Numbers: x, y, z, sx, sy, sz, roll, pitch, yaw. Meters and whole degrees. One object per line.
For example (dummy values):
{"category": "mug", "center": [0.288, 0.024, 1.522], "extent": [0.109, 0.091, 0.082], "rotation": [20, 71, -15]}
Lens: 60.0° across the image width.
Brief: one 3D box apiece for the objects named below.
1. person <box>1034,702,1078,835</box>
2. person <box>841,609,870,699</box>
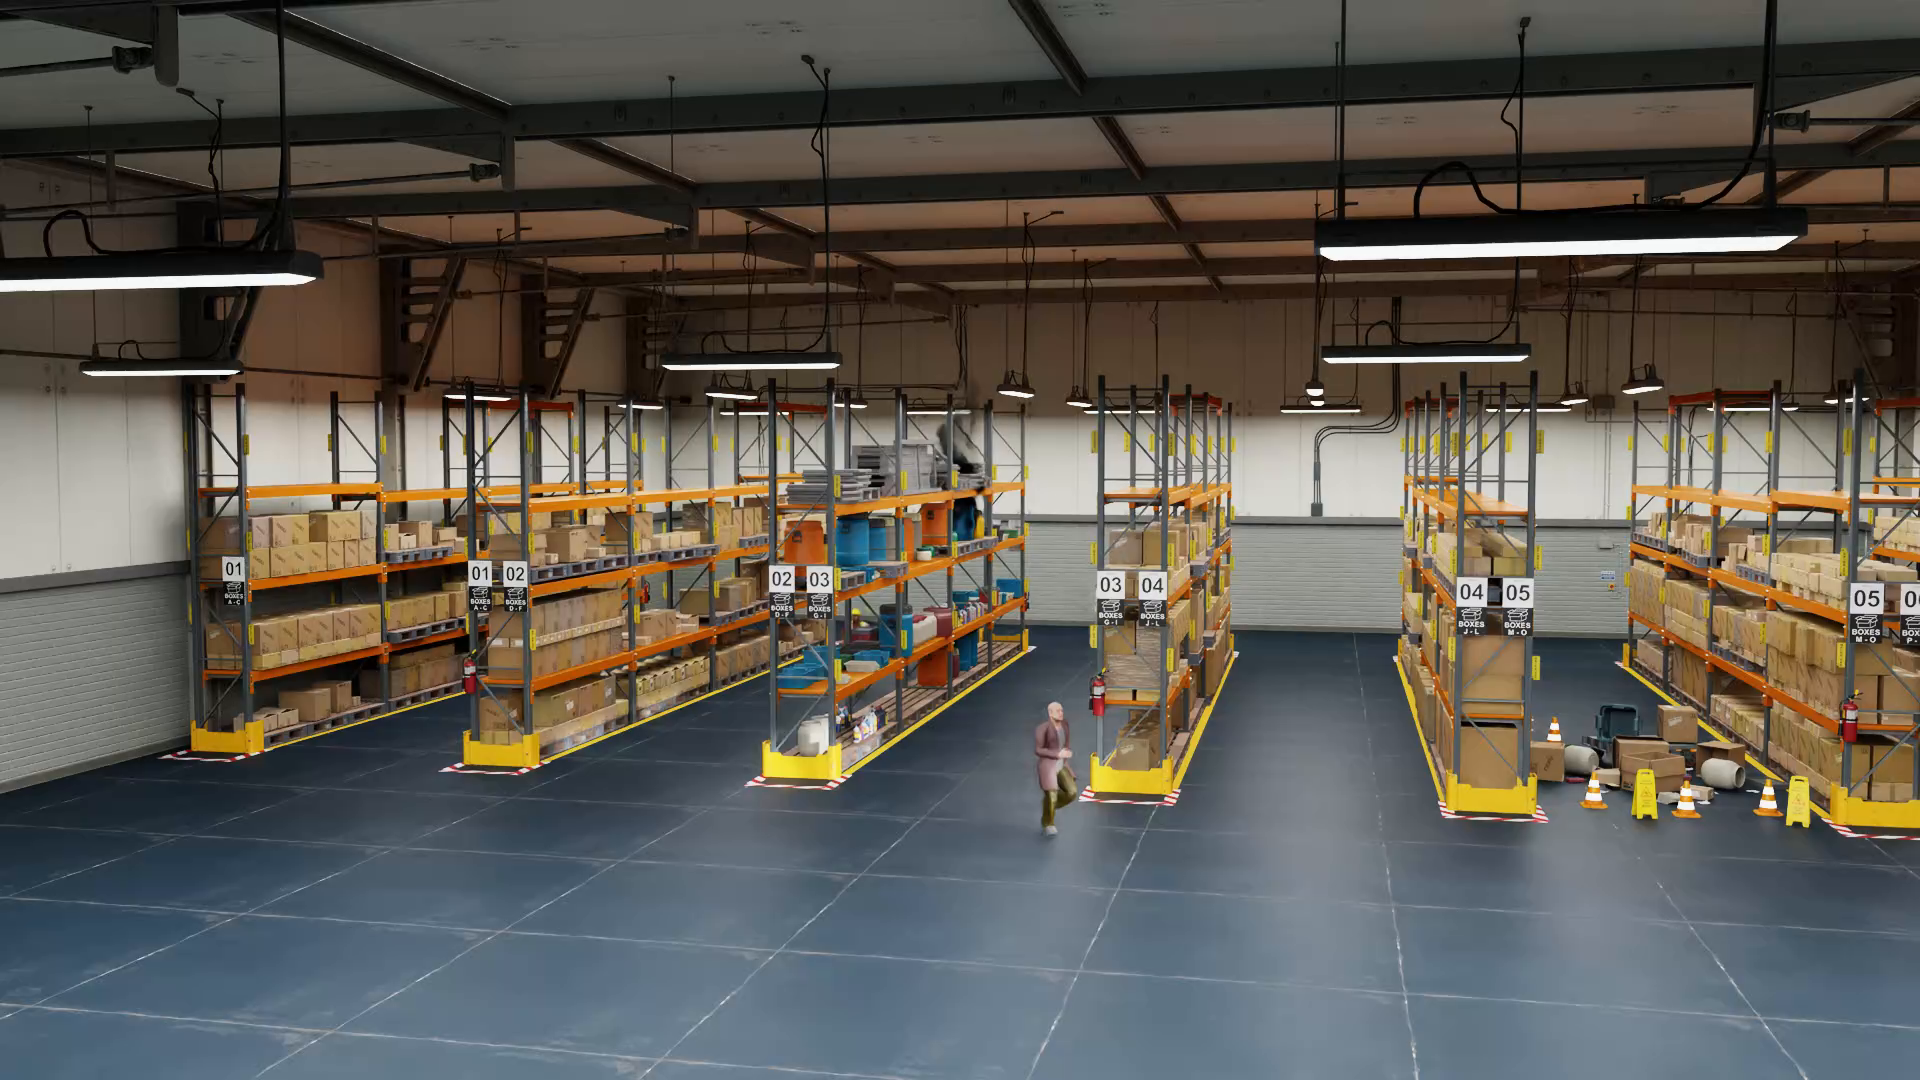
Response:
{"category": "person", "center": [1.246, 2.920, 21.211], "extent": [0.761, 1.728, 0.723], "rotation": [-3, 4, -39]}
{"category": "person", "center": [-2.065, 2.240, 33.048], "extent": [0.729, 1.783, 0.836], "rotation": [1, 3, 12]}
